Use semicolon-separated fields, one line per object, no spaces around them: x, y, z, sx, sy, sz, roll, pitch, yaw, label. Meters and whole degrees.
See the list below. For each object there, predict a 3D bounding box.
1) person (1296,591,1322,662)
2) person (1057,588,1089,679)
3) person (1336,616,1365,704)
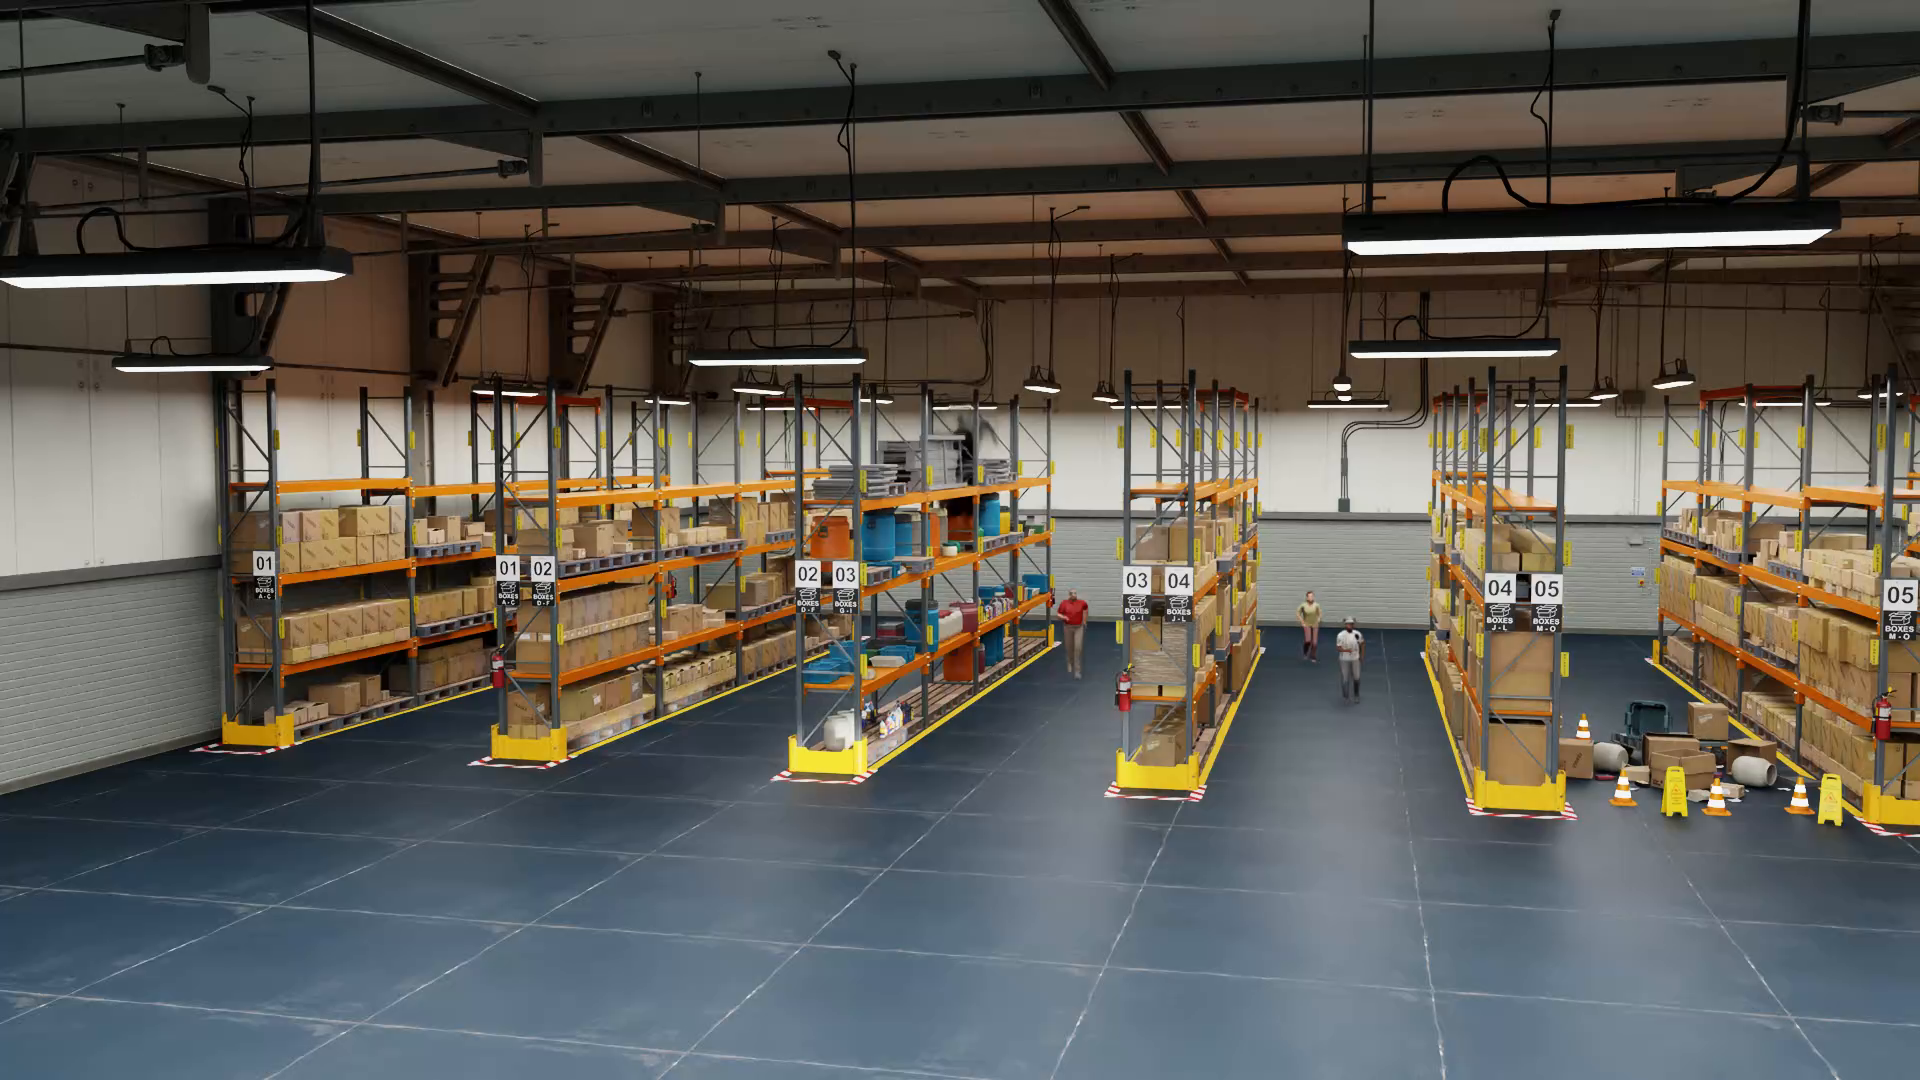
7.884;1.962;37.442;0.556;1.615;0.598;0;3;-1;person
2.258;1.845;33.364;0.608;1.782;0.834;1;3;9;person
7.381;2.273;31.362;0.569;1.673;0.655;0;3;7;person
